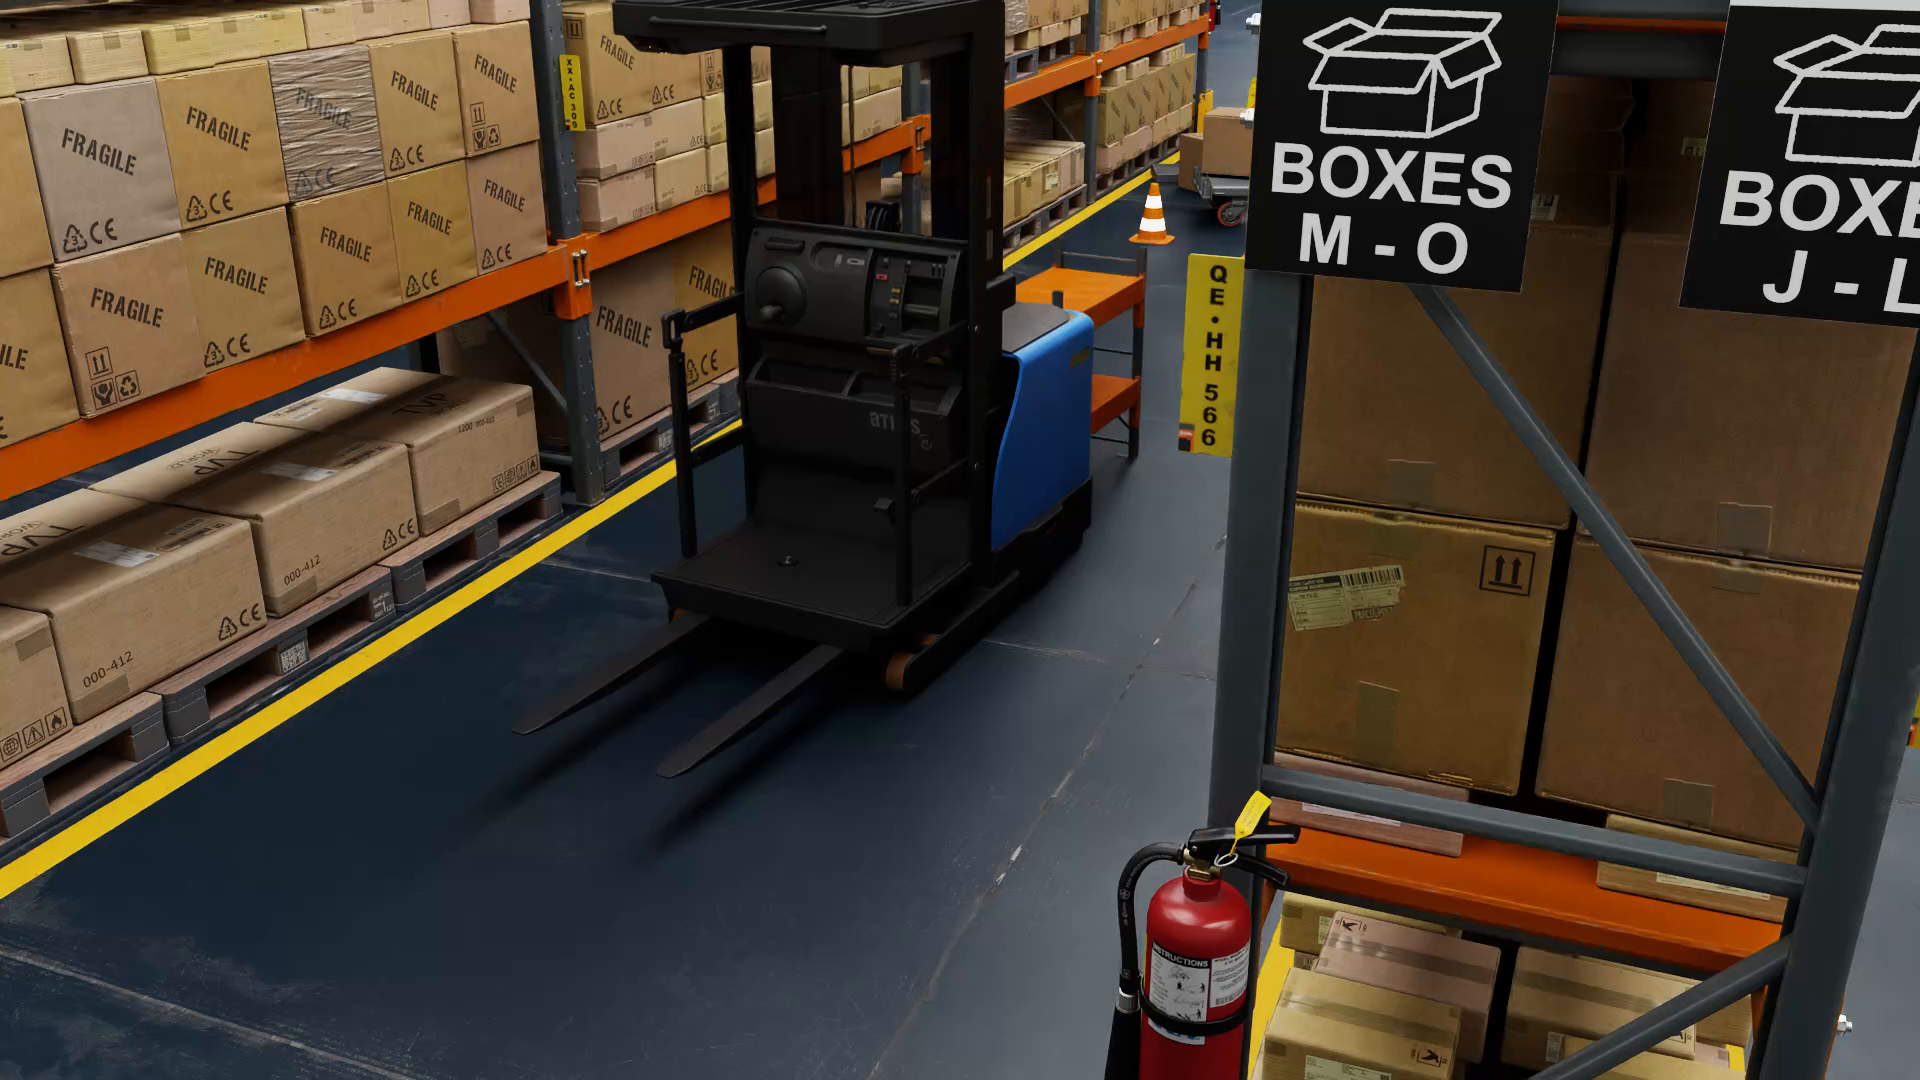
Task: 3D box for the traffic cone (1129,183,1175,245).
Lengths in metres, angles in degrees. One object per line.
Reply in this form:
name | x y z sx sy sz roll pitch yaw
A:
traffic cone | 1.574 -2.674 13.552 0.336 0.463 0.334 9 24 20

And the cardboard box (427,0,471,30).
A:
cardboard box | -2.254 -2.199 6.853 0.380 0.149 0.250 9 24 21

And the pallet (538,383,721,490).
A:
pallet | -2.020 -0.627 8.976 1.003 0.211 1.213 9 24 20

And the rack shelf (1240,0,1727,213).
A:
rack shelf | 1.654 -1.290 3.989 1.077 0.370 4.000 9 24 20

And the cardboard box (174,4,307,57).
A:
cardboard box | -2.589 -1.829 5.968 0.380 0.149 0.250 8 24 19

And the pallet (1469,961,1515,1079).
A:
pallet | 1.274 1.451 4.001 1.003 0.211 1.213 9 24 20

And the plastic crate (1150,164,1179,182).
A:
plastic crate | 2.080 -3.586 16.232 0.402 0.080 0.583 1 23 2

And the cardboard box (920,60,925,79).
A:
cardboard box | -0.457 -3.225 11.361 0.380 0.149 0.250 7 24 17

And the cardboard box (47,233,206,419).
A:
cardboard box | -2.910 -0.736 5.491 0.500 0.500 0.500 9 24 20

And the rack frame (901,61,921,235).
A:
rack frame | -0.751 -3.058 11.179 1.000 3.000 0.127 9 24 20

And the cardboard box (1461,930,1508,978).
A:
cardboard box | 1.229 0.965 4.317 0.380 0.149 0.250 8 24 19

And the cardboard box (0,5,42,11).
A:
cardboard box | -5.975 -3.183 10.803 0.700 0.500 0.500 9 24 20

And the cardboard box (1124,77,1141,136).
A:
cardboard box | 1.393 -4.126 15.786 0.500 0.500 0.500 10 25 22

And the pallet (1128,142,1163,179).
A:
pallet | 1.403 -3.886 16.779 1.003 0.211 1.213 9 24 20

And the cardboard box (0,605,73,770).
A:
cardboard box | -3.570 0.543 5.337 0.875 0.438 0.875 8 24 18

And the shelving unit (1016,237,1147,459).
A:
shelving unit | 0.477 -0.823 8.260 0.538 1.125 1.048 11 25 25

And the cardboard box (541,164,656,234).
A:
cardboard box | -1.828 -1.677 8.067 0.500 0.250 0.500 8 24 19

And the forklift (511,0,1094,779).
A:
forklift | -0.522 -0.959 6.242 1.130 2.935 3.031 11 25 25

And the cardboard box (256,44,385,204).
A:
cardboard box | -2.532 -1.562 6.170 0.500 0.500 0.500 9 24 21

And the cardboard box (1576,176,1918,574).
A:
cardboard box | 1.324 -0.290 2.739 0.500 0.500 0.500 9 24 20

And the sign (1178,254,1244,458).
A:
sign | 0.403 -0.289 2.638 0.100 0.325 0.005 9 24 20

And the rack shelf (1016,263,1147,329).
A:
rack shelf | 0.477 -1.093 8.147 0.538 0.278 1.000 11 25 25

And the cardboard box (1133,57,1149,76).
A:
cardboard box | 1.593 -4.549 15.957 0.380 0.149 0.250 10 25 23

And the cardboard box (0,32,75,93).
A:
cardboard box | -2.970 -1.468 5.104 0.380 0.149 0.250 9 24 21

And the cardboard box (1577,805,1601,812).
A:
cardboard box | 1.392 0.428 3.161 0.380 0.149 0.250 10 25 22

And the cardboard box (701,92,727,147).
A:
cardboard box | -1.432 -2.272 8.844 0.500 0.250 0.500 9 24 21

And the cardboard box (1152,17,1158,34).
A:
cardboard box | 1.701 -4.991 16.132 0.380 0.149 0.250 9 24 20

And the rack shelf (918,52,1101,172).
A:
rack shelf | -0.008 -3.441 13.031 1.077 0.370 4.000 9 24 20

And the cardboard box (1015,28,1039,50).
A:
cardboard box | 0.408 -3.980 13.168 0.380 0.149 0.250 9 24 20

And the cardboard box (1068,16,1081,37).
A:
cardboard box | 0.800 -4.343 14.038 0.380 0.149 0.250 9 24 21

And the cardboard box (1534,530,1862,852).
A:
cardboard box | 1.334 0.173 2.928 0.500 0.500 0.500 10 25 23

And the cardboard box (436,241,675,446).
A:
cardboard box | -2.081 -1.073 8.639 0.875 0.875 0.875 10 25 22

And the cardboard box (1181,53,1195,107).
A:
cardboard box | 2.165 -4.868 17.561 0.500 0.500 0.500 9 24 20

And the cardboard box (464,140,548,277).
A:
cardboard box | -2.172 -1.470 7.247 0.500 0.500 0.500 9 24 21

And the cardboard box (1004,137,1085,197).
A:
cardboard box | 0.542 -3.282 14.581 0.950 0.372 0.625 9 24 21

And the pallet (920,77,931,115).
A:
pallet | -0.585 -3.239 11.863 1.213 0.211 1.003 9 24 20

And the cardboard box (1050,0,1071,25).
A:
cardboard box | 0.593 -4.491 13.548 0.500 0.500 0.500 9 24 20

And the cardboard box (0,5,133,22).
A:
cardboard box | -3.178 -1.815 5.935 0.380 0.149 0.250 9 24 20

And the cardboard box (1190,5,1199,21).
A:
cardboard box | 2.289 -5.534 17.432 0.380 0.149 0.250 8 24 19

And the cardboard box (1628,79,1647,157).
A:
cardboard box | 2.083 -1.025 4.499 0.500 0.500 0.500 9 24 21

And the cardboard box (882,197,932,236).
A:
cardboard box | -0.532 -2.240 12.085 0.950 0.372 0.625 7 24 16

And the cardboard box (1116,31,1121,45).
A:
cardboard box | 1.266 -4.637 15.286 0.380 0.149 0.250 9 24 20

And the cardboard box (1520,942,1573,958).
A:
cardboard box | 1.507 1.121 3.942 0.380 0.149 0.250 9 24 21

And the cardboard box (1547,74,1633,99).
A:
cardboard box | 1.417 -0.925 4.260 0.500 0.500 0.500 8 24 18

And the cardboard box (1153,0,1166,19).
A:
cardboard box | 1.690 -5.335 16.114 0.500 0.500 0.500 9 24 21

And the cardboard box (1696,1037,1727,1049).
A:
cardboard box | 1.707 1.187 4.171 0.380 0.149 0.250 9 24 21

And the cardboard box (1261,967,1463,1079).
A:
cardboard box | 0.872 1.099 3.609 0.380 0.149 0.250 9 24 21

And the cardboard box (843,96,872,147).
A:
cardboard box | -0.873 -2.585 10.242 0.500 0.250 0.500 9 24 21

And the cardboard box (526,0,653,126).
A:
cardboard box | -1.806 -2.250 7.818 0.500 0.500 0.500 9 24 21

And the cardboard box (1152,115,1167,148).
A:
cardboard box | 1.781 -4.145 16.805 0.500 0.250 0.500 8 24 18
